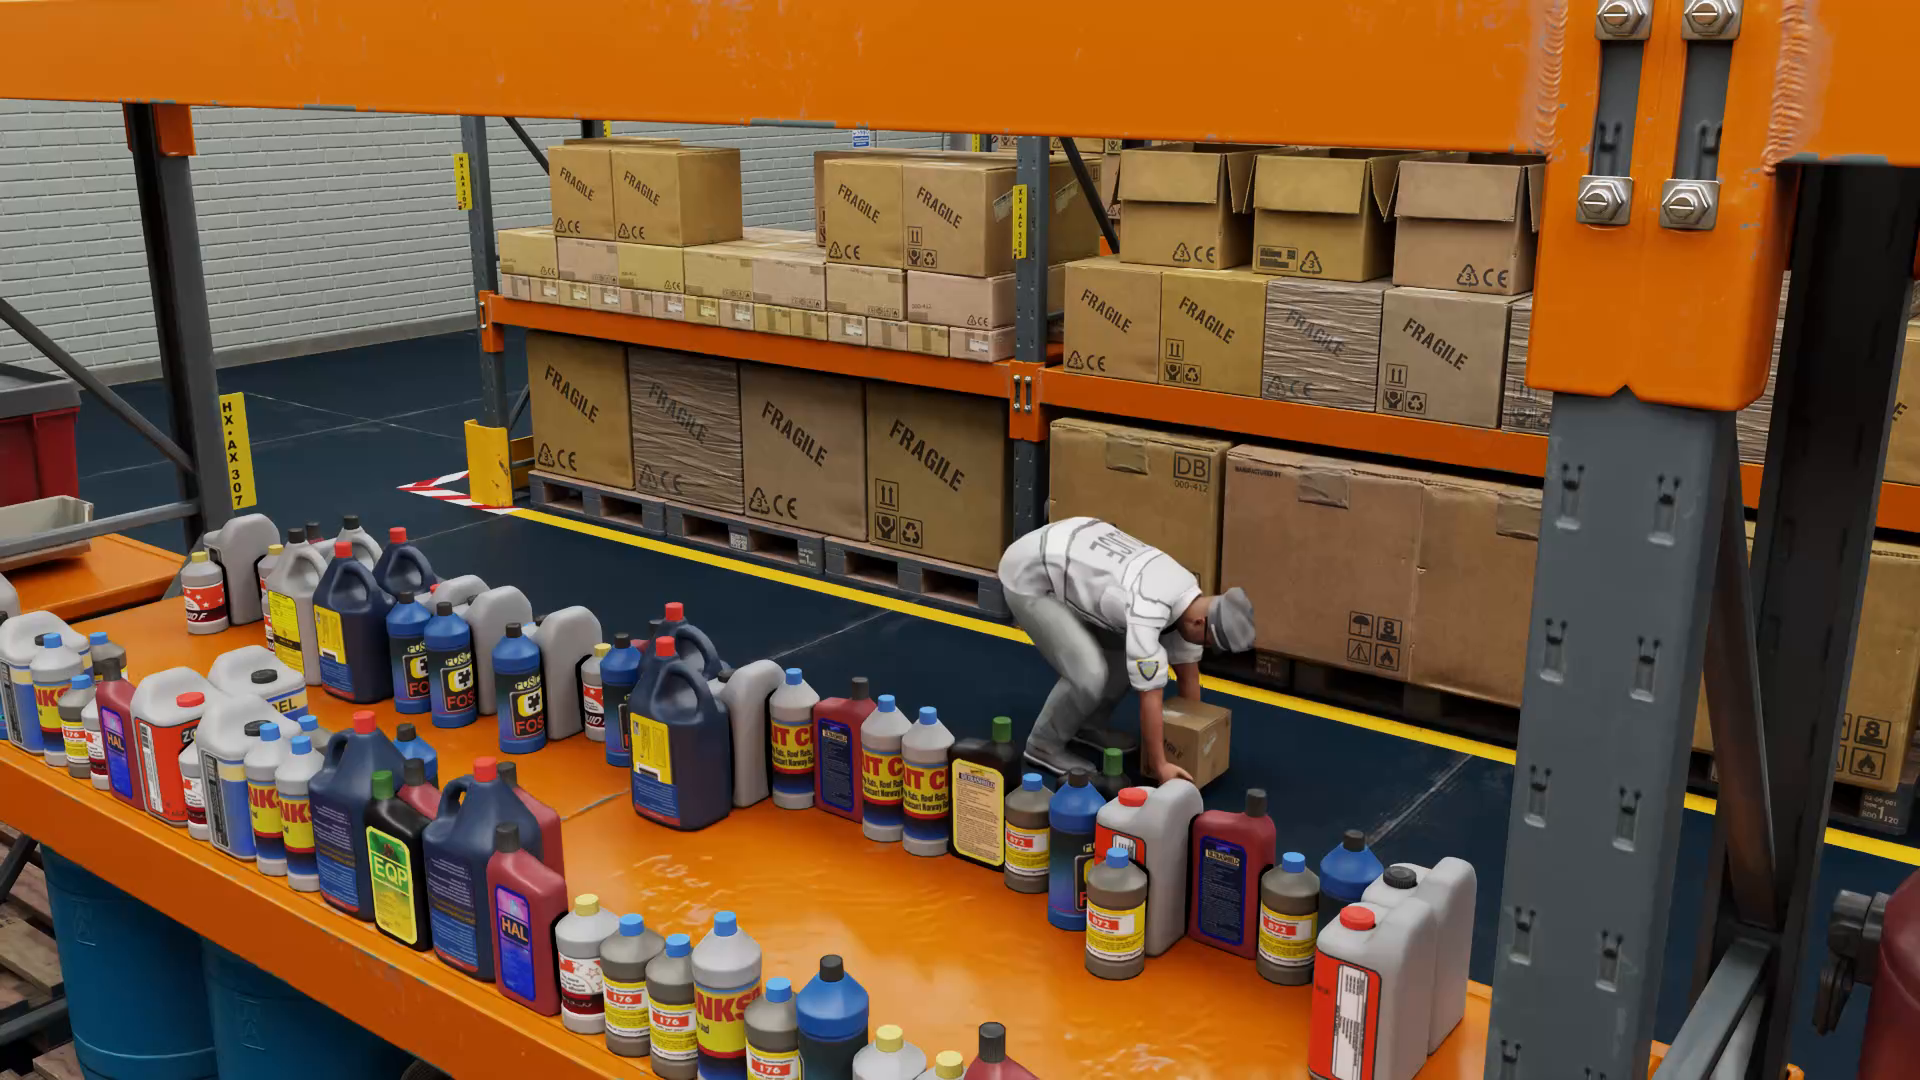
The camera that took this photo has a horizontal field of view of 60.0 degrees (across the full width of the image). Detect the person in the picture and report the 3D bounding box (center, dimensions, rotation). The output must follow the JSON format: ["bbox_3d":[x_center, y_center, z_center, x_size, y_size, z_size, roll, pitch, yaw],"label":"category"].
[{"bbox_3d":[0.643,0.420,6.418,1.028,1.007,0.533,10,19,32],"label":"person"}]
